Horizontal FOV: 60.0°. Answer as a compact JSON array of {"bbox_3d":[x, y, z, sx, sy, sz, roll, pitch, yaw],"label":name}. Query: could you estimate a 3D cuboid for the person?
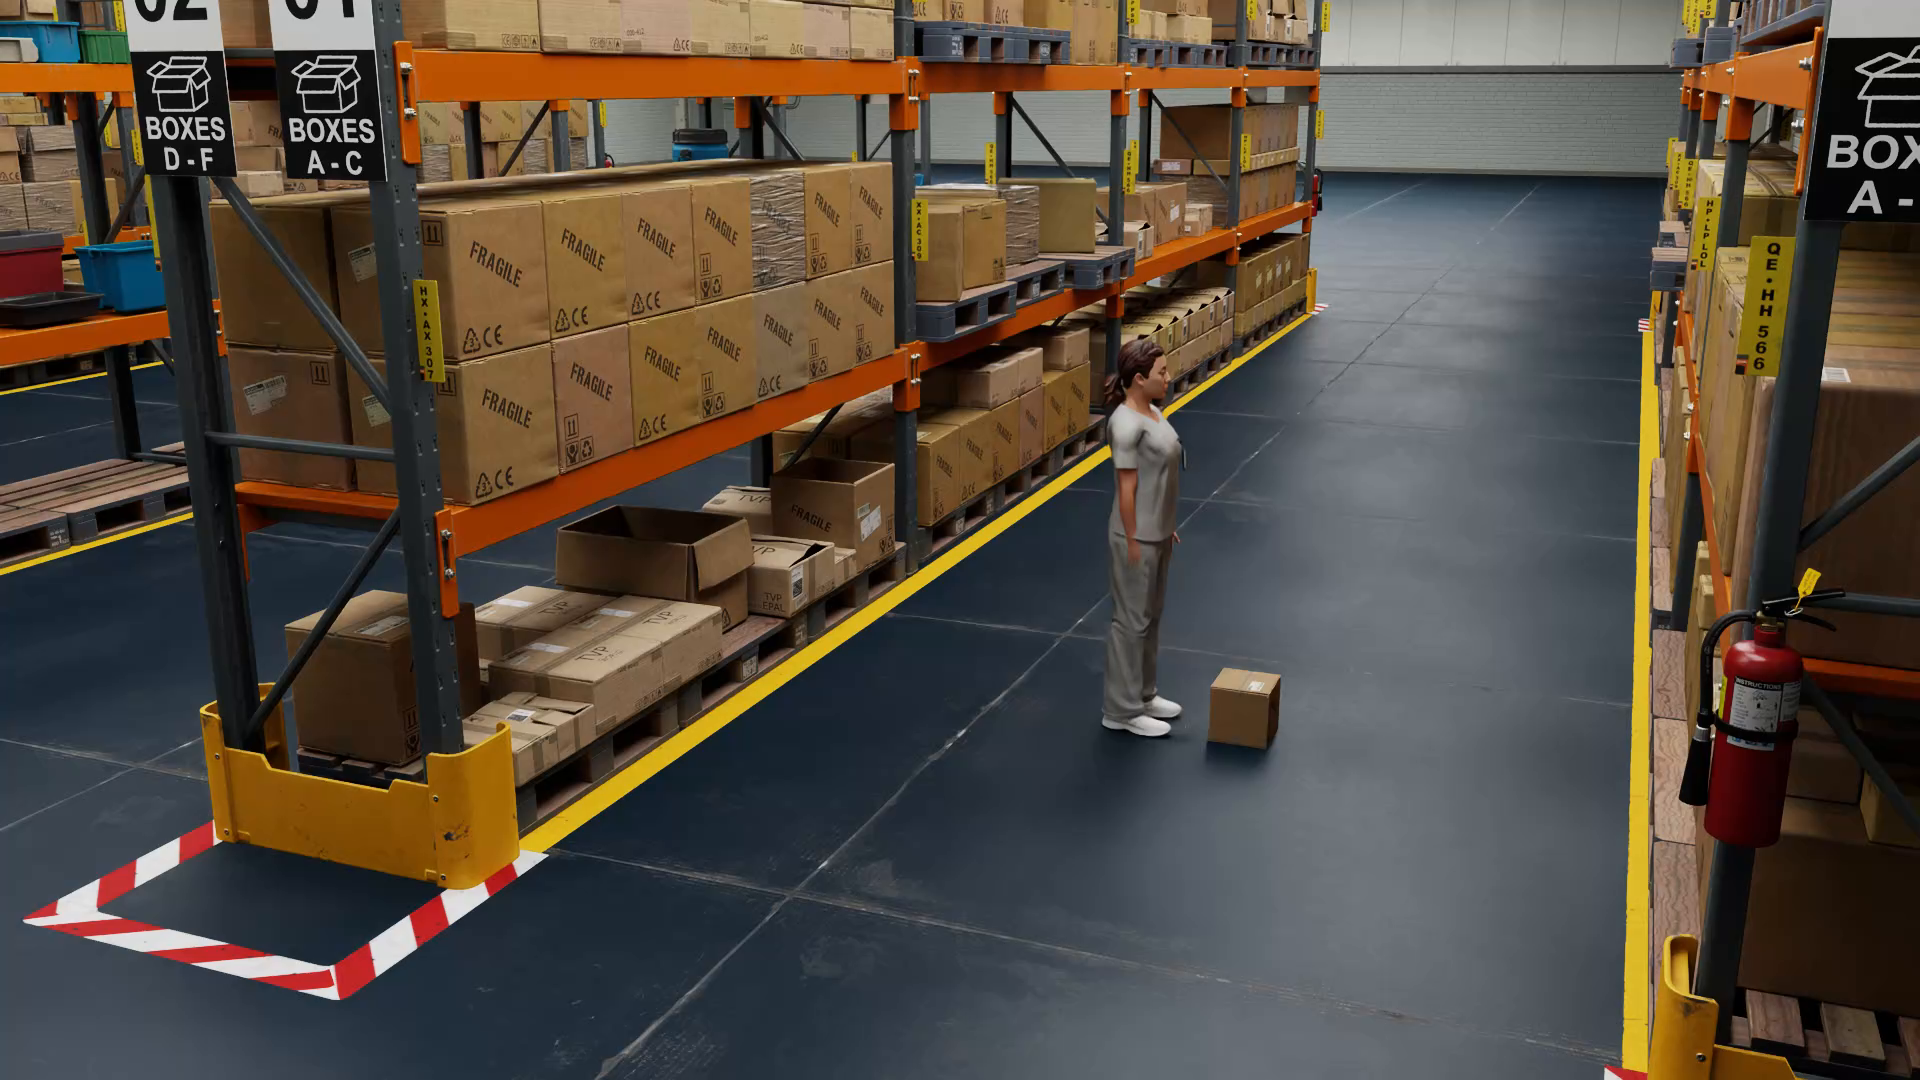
[{"bbox_3d":[0.775,-0.017,7.088,0.384,1.676,0.440,6,17,22],"label":"person"}]
